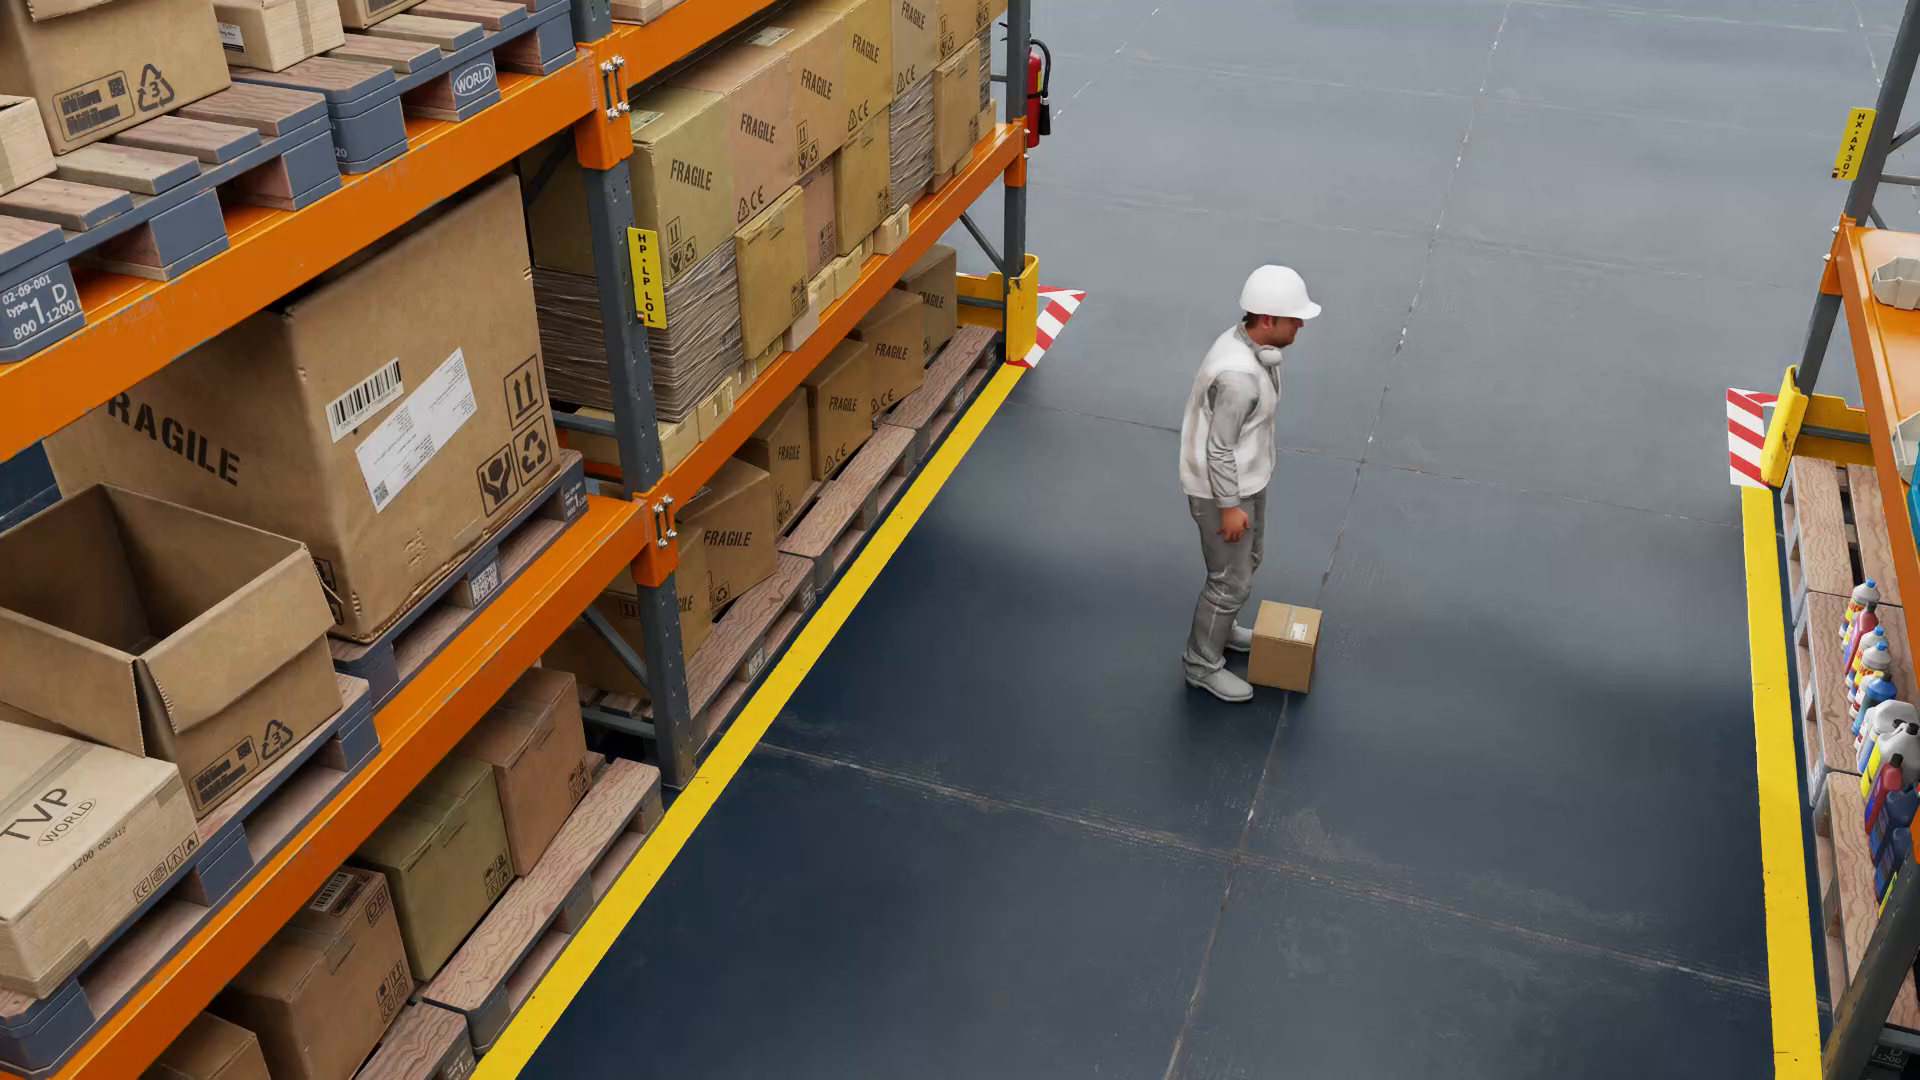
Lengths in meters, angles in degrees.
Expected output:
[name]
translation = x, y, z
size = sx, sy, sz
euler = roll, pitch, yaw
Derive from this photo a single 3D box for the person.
[person]
translation = 1.084, -0.240, 6.484
size = 0.461, 1.771, 0.581
euler = 11, 35, 17
